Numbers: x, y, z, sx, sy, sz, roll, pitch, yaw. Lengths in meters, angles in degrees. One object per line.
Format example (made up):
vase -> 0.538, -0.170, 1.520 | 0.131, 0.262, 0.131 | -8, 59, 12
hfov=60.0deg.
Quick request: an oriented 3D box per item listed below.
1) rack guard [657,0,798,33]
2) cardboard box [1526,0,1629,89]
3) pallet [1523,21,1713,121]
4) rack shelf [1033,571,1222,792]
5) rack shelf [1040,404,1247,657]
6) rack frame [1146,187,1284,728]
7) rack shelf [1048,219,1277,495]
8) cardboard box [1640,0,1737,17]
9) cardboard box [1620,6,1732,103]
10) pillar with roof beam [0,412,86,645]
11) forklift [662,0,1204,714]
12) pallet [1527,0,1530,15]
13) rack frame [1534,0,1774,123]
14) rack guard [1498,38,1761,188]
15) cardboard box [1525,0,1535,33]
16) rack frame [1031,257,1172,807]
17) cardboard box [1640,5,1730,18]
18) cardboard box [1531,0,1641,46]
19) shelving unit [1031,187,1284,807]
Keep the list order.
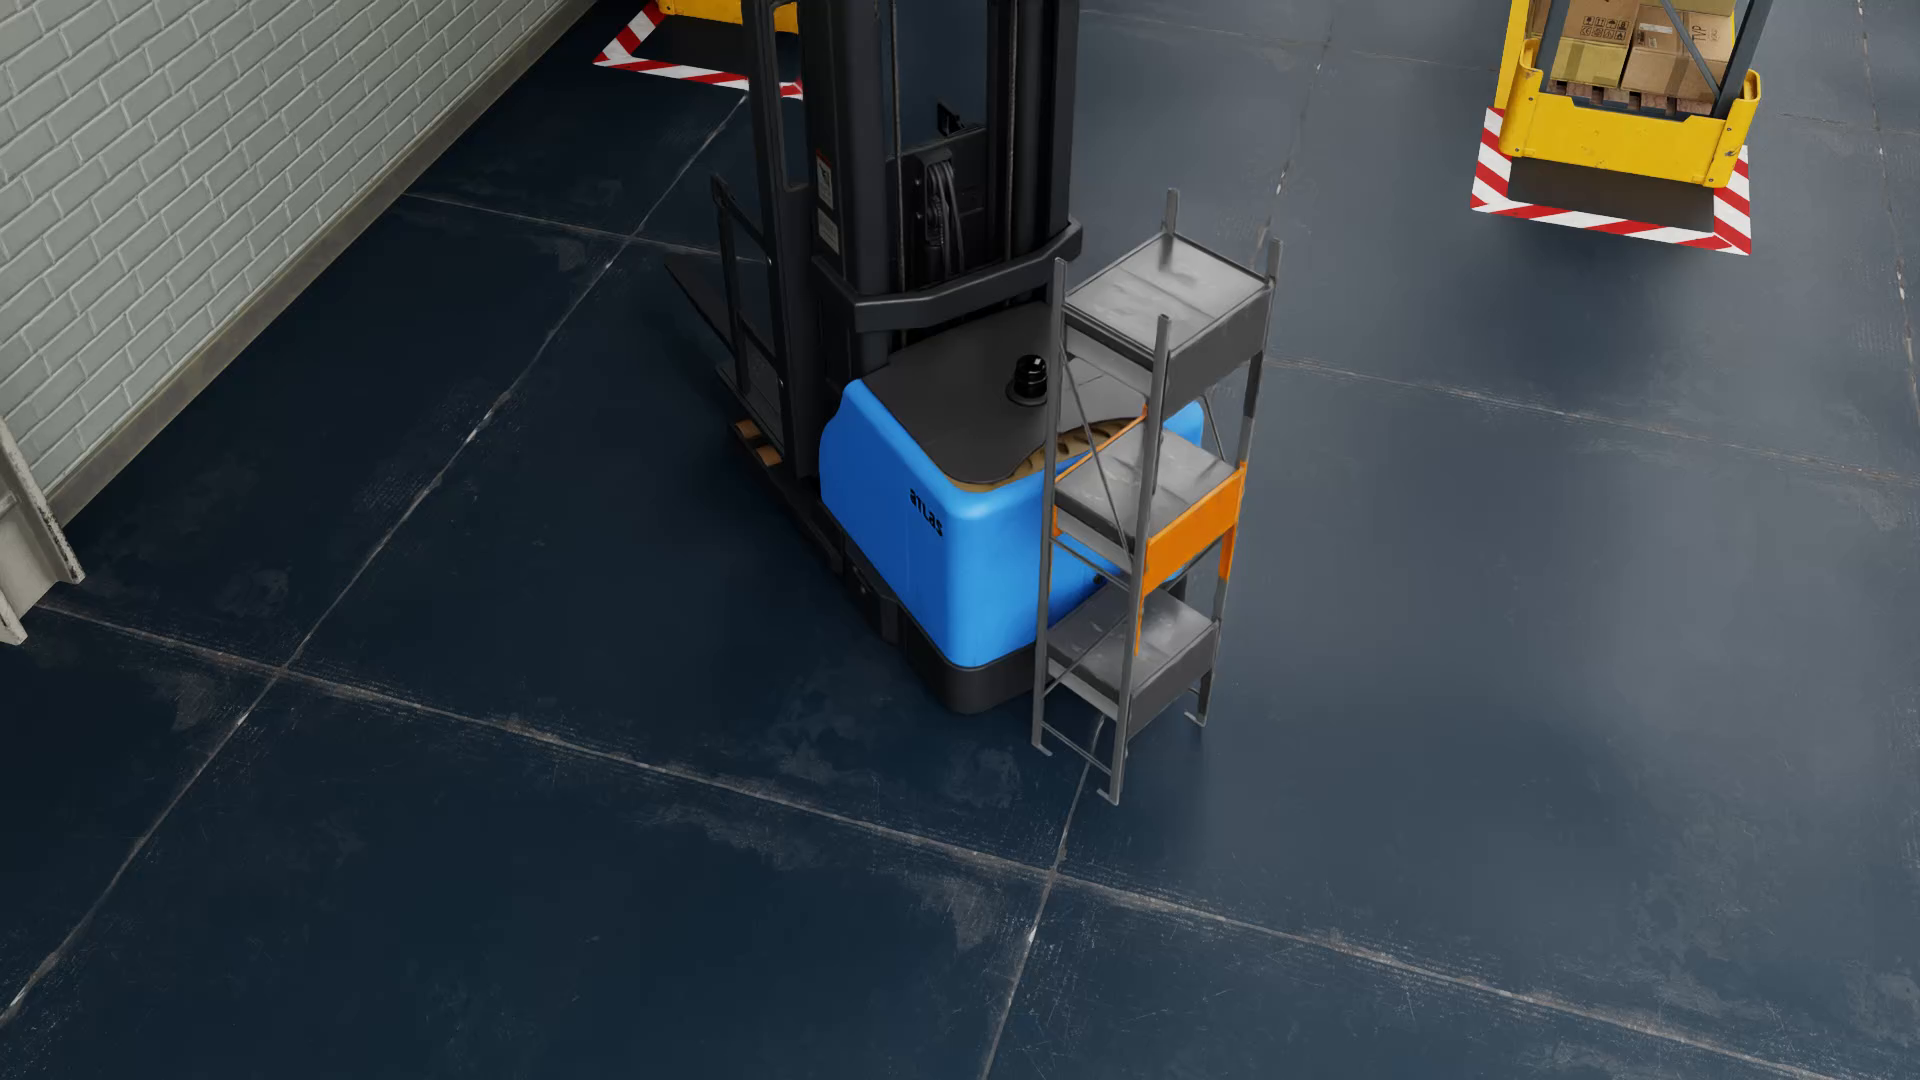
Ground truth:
rack guard -> -1.224, -3.341, 9.807 | 1.175, 0.500, 0.348 | 13, 46, 13
cardboard box -> 3.356, -2.725, 9.056 | 0.500, 0.250, 0.500 | 13, 46, 13
pallet -> 3.667, -2.659, 9.317 | 1.003, 0.211, 1.213 | 13, 46, 13
rack shelf -> 0.575, 0.466, 5.792 | 0.431, 0.518, 0.480 | 34, 54, 30
rack shelf -> 0.575, -0.034, 5.303 | 0.431, 0.518, 0.480 | 34, 54, 30
rack frame -> 0.745, -0.166, 5.418 | 0.400, 2.100, 0.015 | 34, 54, 30
rack shelf -> 0.575, -0.534, 4.813 | 0.431, 0.518, 0.480 | 34, 54, 30
cardboard box -> 3.999, -3.217, 9.022 | 0.500, 0.500, 0.500 | 13, 46, 13
cardboard box -> 3.849, -2.615, 8.943 | 0.500, 0.250, 0.500 | 13, 46, 13
pillar with roof beam -> 0.426, -2.067, 2.428 | 9.100, 9.000, 0.400 | 13, 46, 13
forklift -> -0.332, -1.436, 6.122 | 1.130, 2.935, 3.031 | -23, 49, -22
pallet -> 4.038, -3.470, 10.145 | 1.003, 0.211, 1.213 | 13, 46, 13
rack frame -> 3.475, -3.137, 7.811 | 1.000, 3.000, 0.127 | 13, 46, 13
rack guard -> 3.468, -2.228, 8.669 | 1.175, 0.500, 0.348 | 13, 46, 13
cardboard box -> 3.496, -3.061, 9.399 | 0.500, 0.250, 0.500 | 13, 46, 13
rack frame -> 0.405, 0.079, 5.168 | 0.400, 2.100, 0.015 | 34, 54, 30
cardboard box -> 3.997, -2.949, 9.285 | 0.500, 0.250, 0.500 | 13, 46, 13
cardboard box -> 3.354, -2.993, 8.794 | 0.500, 0.500, 0.500 | 13, 46, 13
shelving unit -> 0.575, -0.044, 5.293 | 0.431, 2.100, 0.503 | 34, 54, 30
